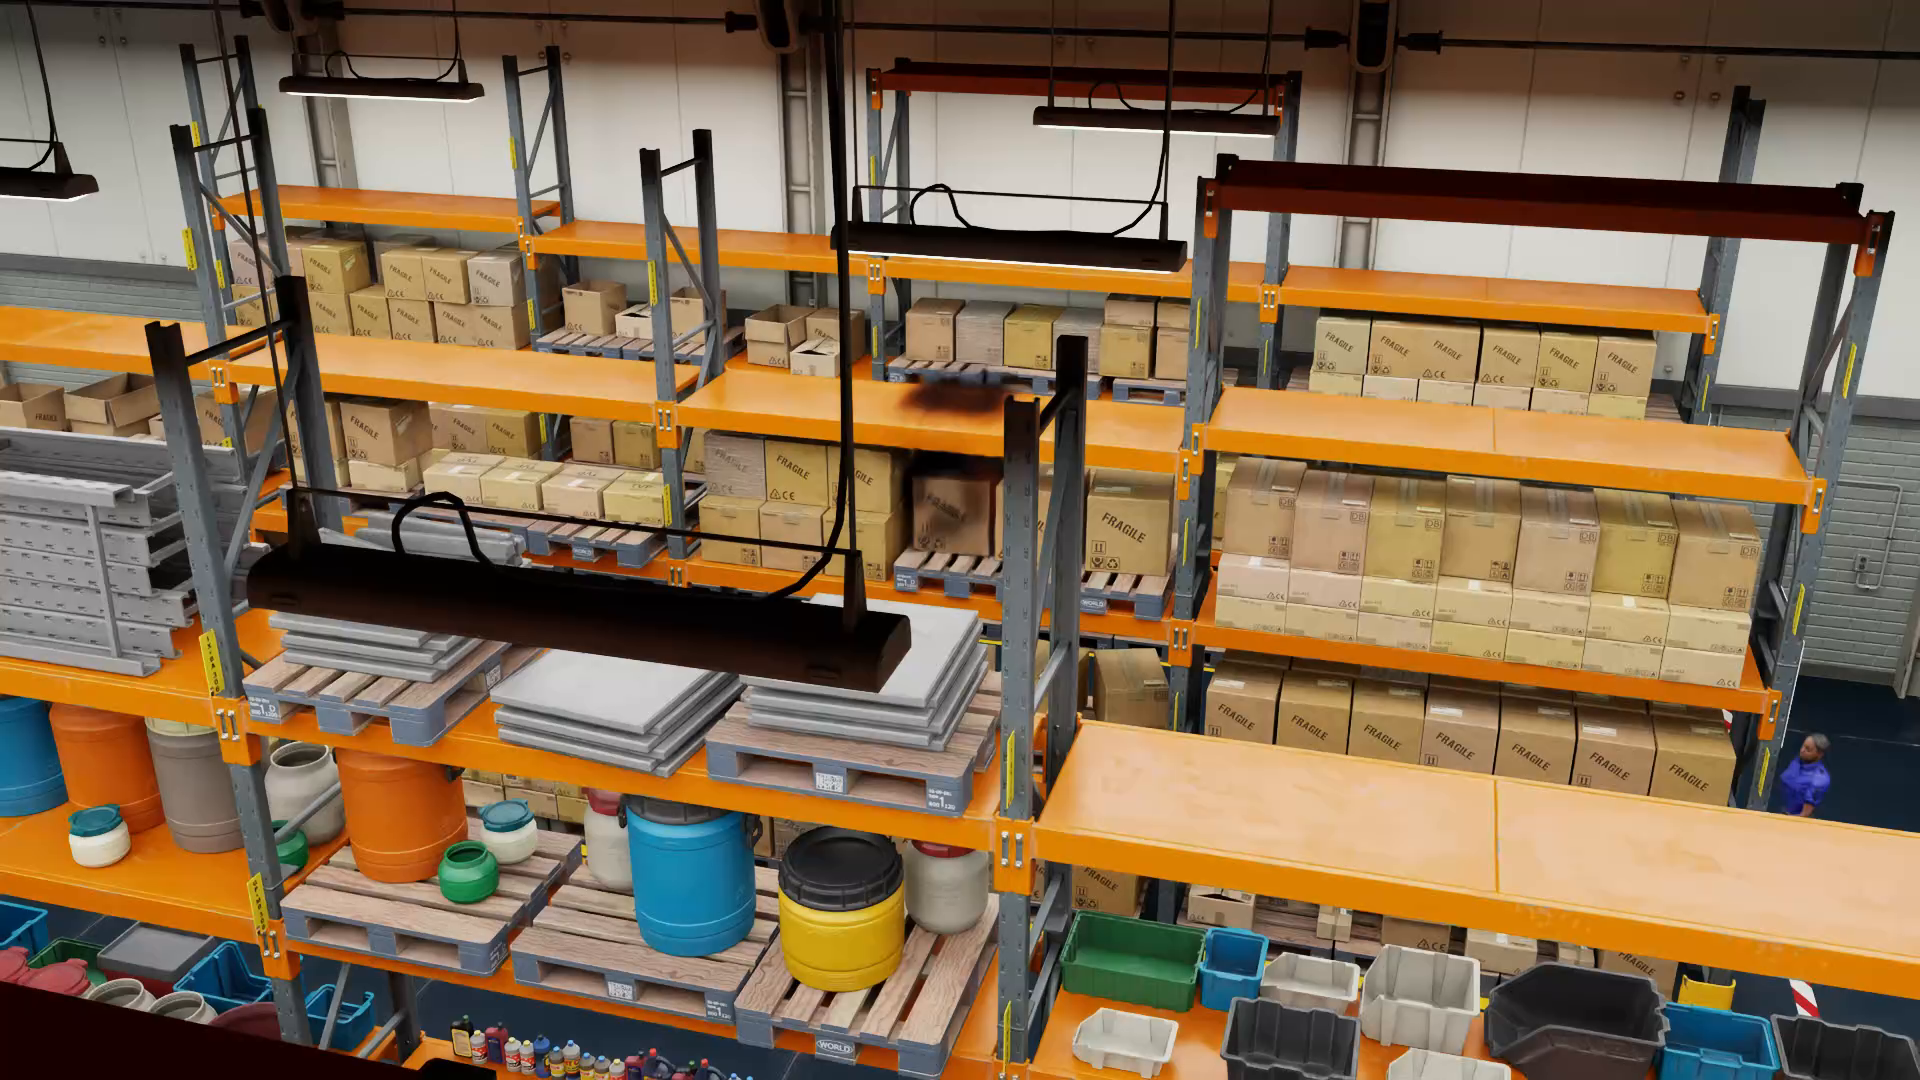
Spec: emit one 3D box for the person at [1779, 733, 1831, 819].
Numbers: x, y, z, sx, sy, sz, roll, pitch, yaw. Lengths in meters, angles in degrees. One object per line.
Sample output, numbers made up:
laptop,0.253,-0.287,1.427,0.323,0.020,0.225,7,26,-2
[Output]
person,6.578,2.294,13.217,0.975,1.512,0.526,3,23,8
